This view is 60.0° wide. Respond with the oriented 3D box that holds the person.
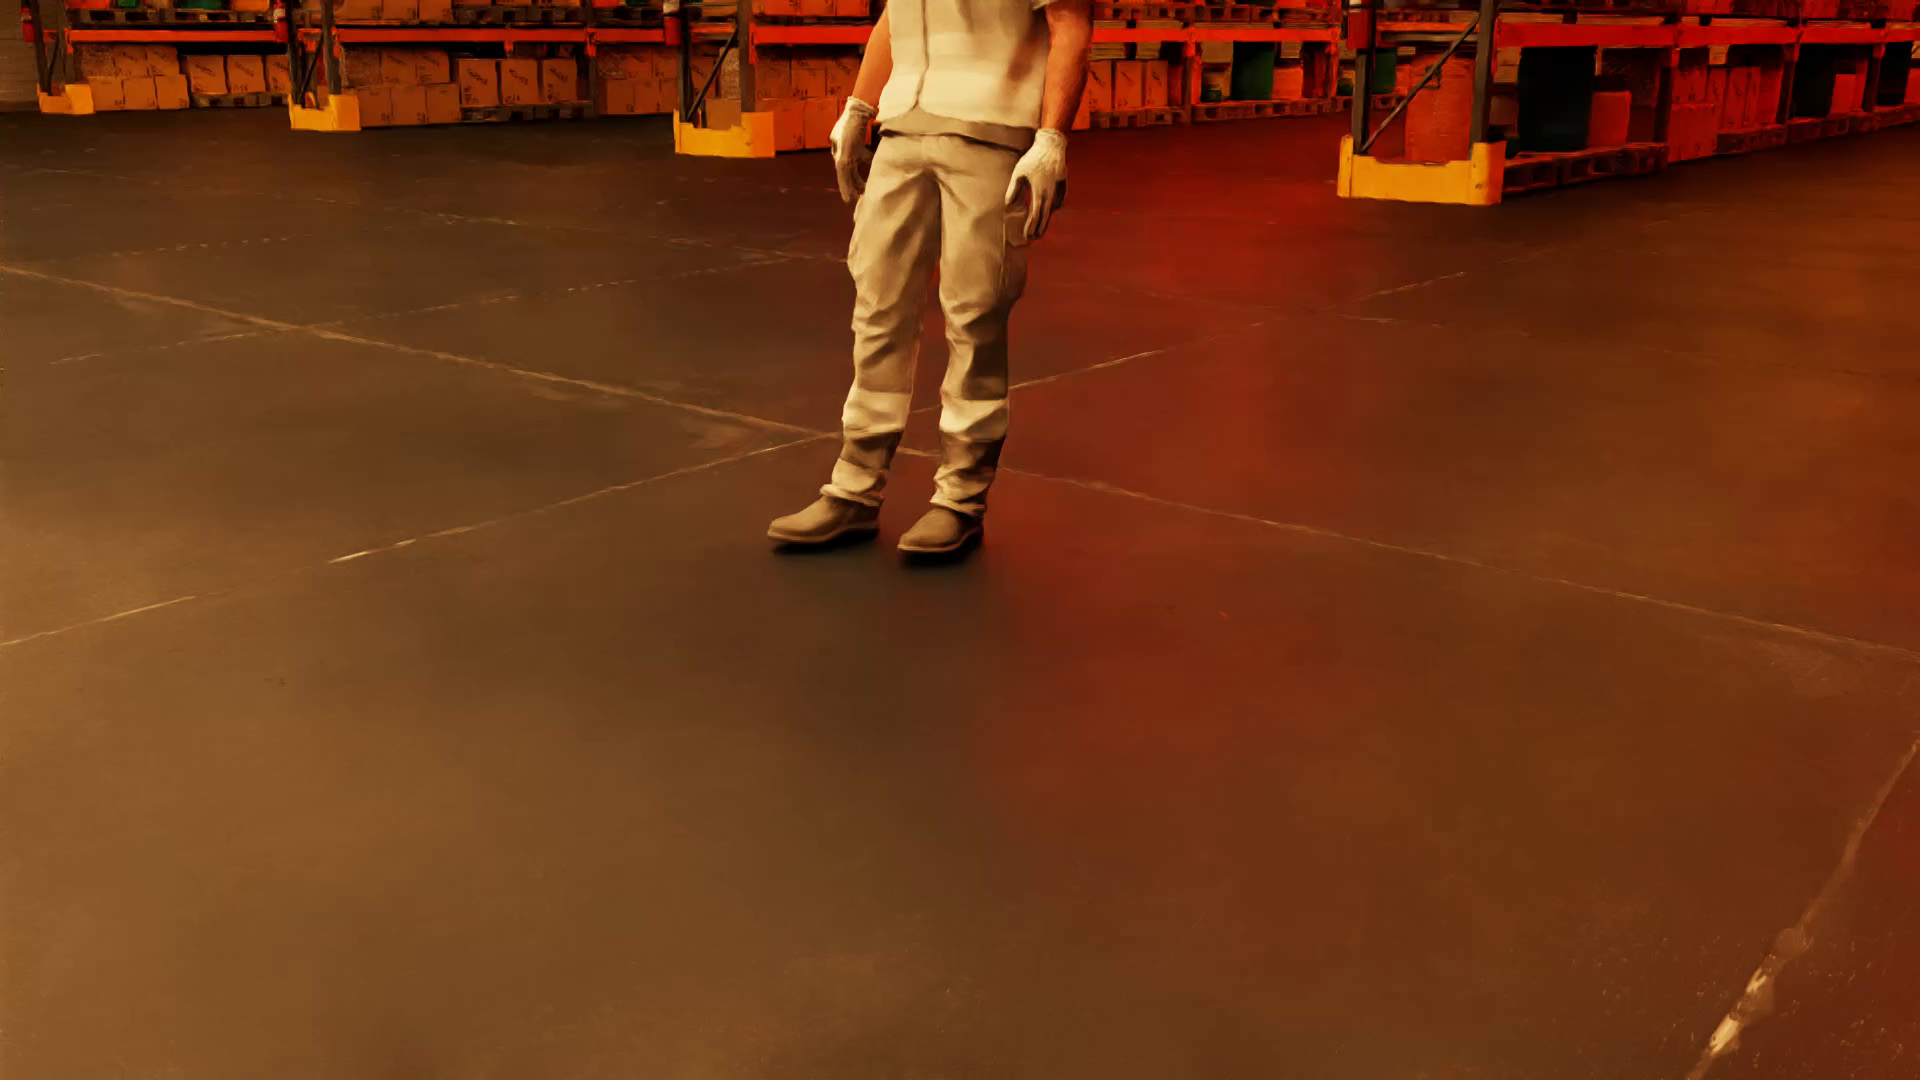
[{"bbox_3d":[-0.060,-0.847,3.627,0.637,1.787,0.563,13,21,37],"label":"person"}]
